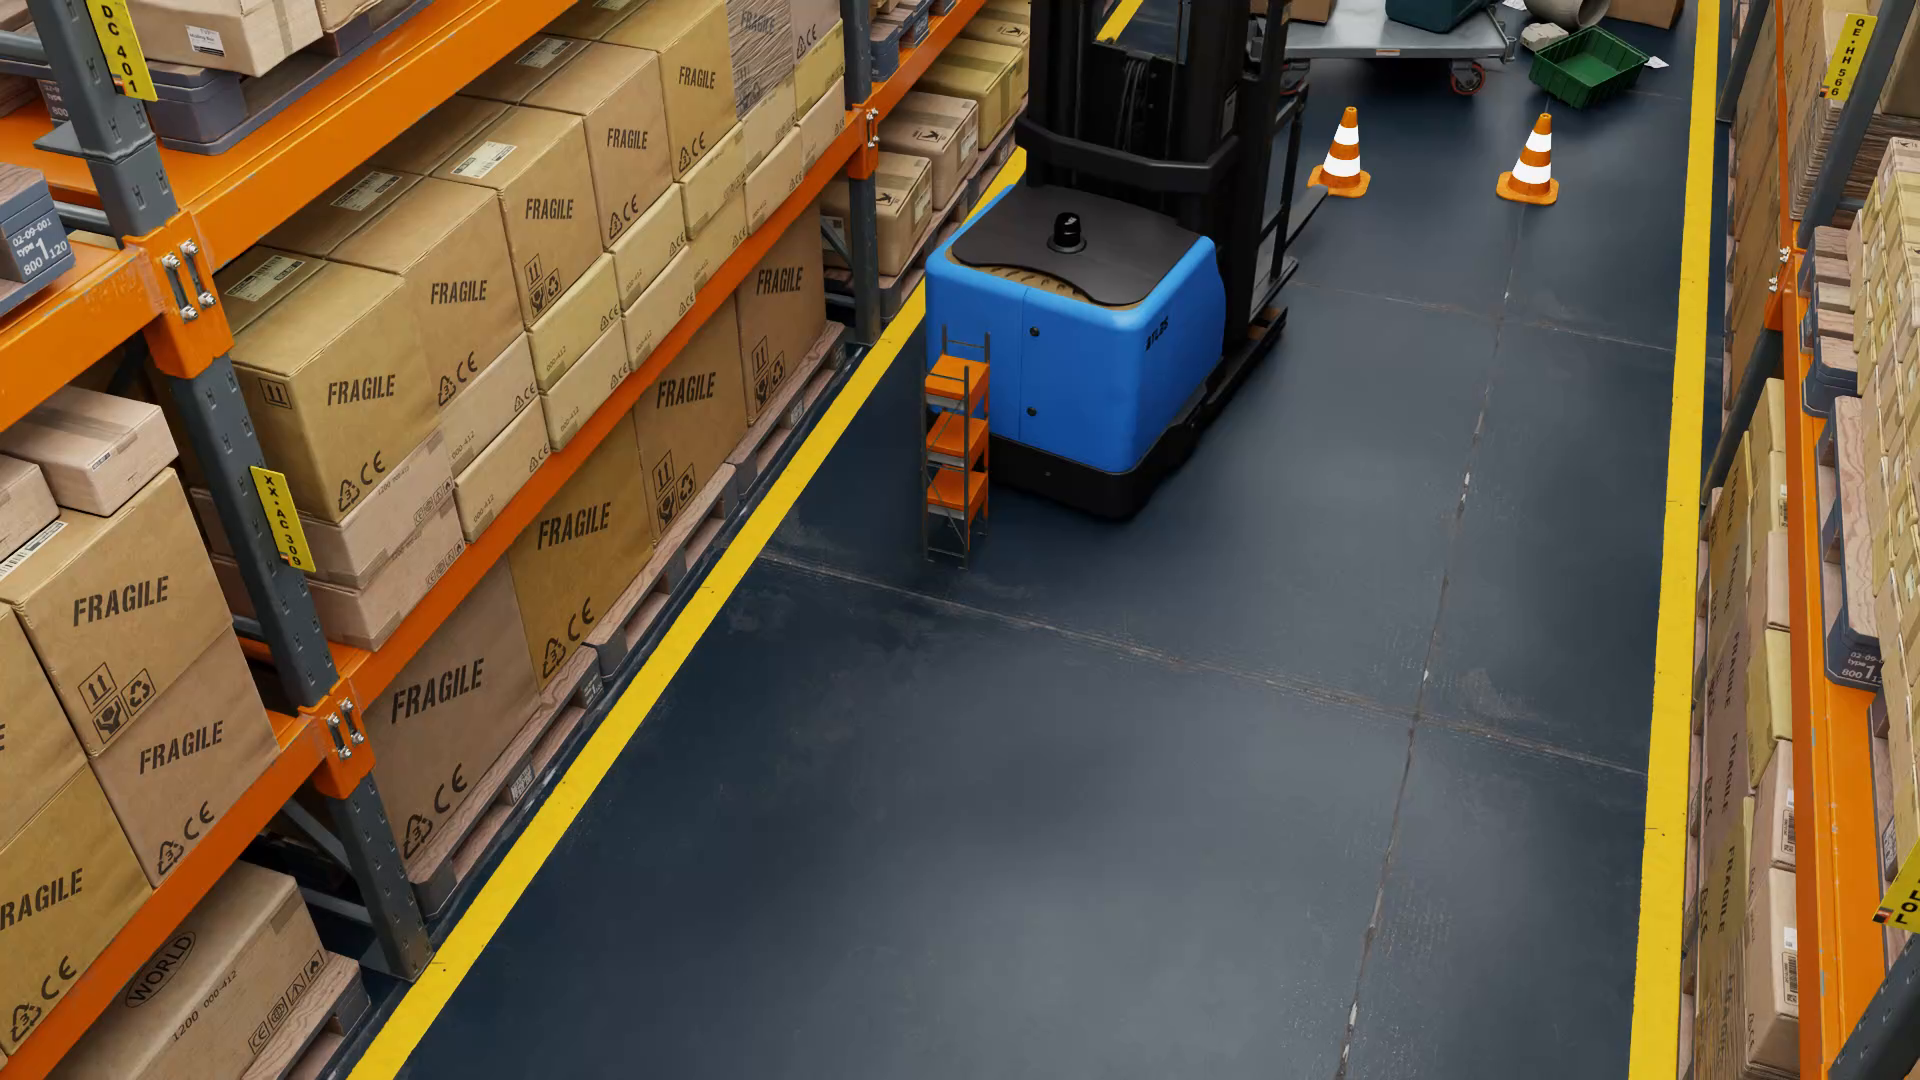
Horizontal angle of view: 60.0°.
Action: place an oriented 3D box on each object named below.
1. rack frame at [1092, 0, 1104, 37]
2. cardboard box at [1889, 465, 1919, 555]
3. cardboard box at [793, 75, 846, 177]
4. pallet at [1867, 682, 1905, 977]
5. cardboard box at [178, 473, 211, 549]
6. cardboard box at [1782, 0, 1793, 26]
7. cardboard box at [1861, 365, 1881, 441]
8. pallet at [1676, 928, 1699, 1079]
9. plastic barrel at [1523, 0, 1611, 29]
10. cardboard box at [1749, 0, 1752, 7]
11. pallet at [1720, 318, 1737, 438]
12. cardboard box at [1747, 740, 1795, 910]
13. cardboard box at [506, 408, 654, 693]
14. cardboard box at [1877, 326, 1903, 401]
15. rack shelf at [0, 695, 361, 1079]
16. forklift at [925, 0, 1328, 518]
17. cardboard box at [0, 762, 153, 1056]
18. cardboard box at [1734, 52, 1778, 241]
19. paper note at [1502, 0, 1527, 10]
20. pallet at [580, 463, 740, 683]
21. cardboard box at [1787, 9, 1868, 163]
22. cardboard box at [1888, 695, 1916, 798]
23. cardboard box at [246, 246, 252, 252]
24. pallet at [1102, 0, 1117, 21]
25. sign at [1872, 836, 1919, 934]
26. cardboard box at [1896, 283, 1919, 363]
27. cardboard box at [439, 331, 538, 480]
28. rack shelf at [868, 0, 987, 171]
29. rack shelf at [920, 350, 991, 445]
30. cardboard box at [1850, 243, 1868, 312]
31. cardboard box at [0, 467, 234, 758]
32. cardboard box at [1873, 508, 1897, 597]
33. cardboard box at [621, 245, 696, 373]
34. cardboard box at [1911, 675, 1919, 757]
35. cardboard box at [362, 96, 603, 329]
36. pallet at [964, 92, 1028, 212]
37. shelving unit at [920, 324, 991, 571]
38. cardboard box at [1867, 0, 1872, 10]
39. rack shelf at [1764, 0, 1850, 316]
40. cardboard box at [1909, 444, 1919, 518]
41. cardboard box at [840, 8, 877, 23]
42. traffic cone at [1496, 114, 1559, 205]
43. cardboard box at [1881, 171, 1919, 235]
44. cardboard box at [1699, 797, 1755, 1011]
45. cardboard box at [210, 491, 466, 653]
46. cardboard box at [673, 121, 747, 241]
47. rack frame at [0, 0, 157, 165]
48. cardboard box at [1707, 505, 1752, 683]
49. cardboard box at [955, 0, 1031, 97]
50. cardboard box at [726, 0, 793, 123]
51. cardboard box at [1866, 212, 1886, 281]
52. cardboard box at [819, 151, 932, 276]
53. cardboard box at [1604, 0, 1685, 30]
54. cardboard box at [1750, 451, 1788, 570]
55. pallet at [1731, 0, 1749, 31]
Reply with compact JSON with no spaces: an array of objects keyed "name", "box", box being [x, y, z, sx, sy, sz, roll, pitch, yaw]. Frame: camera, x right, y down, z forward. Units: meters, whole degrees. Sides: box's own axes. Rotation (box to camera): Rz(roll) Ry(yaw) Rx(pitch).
[{"name":"rack frame","box":[0.477,-4.692,10.439,1.000,3.000,0.127,13,42,15]},{"name":"cardboard box","box":[2.825,-0.045,4.632,0.380,0.149,0.250,13,42,15]},{"name":"cardboard box","box":[-0.820,-1.830,7.199,0.500,0.250,0.500,12,42,14]},{"name":"pallet","box":[2.825,0.863,4.075,1.003,0.211,1.213,13,42,15]},{"name":"cardboard box","box":[-2.337,-0.269,4.985,0.500,0.250,0.500,13,42,15]},{"name":"cardboard box","box":[4.385,-2.820,8.167,0.500,0.500,0.500,13,42,15]},{"name":"cardboard box","box":[3.089,-0.396,5.273,0.380,0.149,0.250,15,43,16]},{"name":"pallet","box":[2.692,1.810,4.966,1.003,0.211,1.213,13,42,15]},{"name":"plastic barrel","box":[4.109,-3.708,11.270,0.421,0.421,0.512,-21,45,-22]},{"name":"cardboard box","box":[5.748,-3.926,10.854,0.875,0.875,0.875,14,42,15]},{"name":"pallet","box":[4.135,-0.619,7.813,1.003,0.211,1.213,13,42,15]},{"name":"cardboard box","box":[2.633,0.909,4.898,0.500,0.250,0.500,15,43,17]},{"name":"cardboard box","box":[-1.821,-0.113,6.385,0.875,0.875,0.875,14,43,16]},{"name":"cardboard box","box":[3.090,-0.508,5.175,0.380,0.149,0.250,13,42,15]},{"name":"rack shelf","box":[-2.943,1.680,3.524,1.077,0.370,4.000,13,42,15]},{"name":"forklift","box":[1.000,-2.155,7.517,1.130,2.935,3.031,20,44,22]},{"name":"cardboard box","box":[-2.348,0.803,3.920,0.500,0.500,0.500,12,42,14]},{"name":"cardboard box","box":[4.702,-1.973,8.662,1.050,0.750,0.750,13,42,15]},{"name":"paper note","box":[3.908,-3.757,11.637,0.172,0.023,0.155,29,48,29]},{"name":"pallet","box":[-1.650,0.014,7.071,1.003,0.211,1.213,13,42,15]},{"name":"cardboard box","box":[3.869,-1.892,7.080,0.500,0.500,0.500,13,42,15]},{"name":"cardboard box","box":[2.552,0.563,4.149,0.380,0.149,0.250,13,42,15]},{"name":"cardboard box","box":[-2.172,-0.877,5.119,0.500,0.500,0.500,14,42,16]},{"name":"pallet","box":[0.673,-4.049,11.833,1.003,0.211,1.213,13,42,15]},{"name":"sign","box":[1.904,0.662,3.270,0.100,0.325,0.005,13,42,15]},{"name":"cardboard box","box":[3.096,-0.627,5.086,0.380,0.149,0.250,15,43,17]},{"name":"cardboard box","box":[-1.692,-0.476,5.228,0.500,0.250,0.500,14,42,16]},{"name":"rack shelf","box":[-0.207,-3.199,9.243,1.077,0.370,4.000,13,42,15]},{"name":"rack shelf","box":[-0.018,-0.575,6.694,0.215,0.259,0.240,13,42,15]},{"name":"cardboard box","box":[3.360,-0.888,5.850,0.380,0.149,0.250,15,43,17]},{"name":"cardboard box","box":[-2.161,0.118,3.954,0.500,0.500,0.500,13,42,15]},{"name":"cardboard box","box":[2.819,0.078,4.717,0.380,0.149,0.250,15,43,17]},{"name":"cardboard box","box":[-1.315,-0.894,6.102,0.500,0.250,0.500,13,42,14]},{"name":"cardboard box","box":[2.554,0.448,4.054,0.380,0.149,0.250,15,43,17]},{"name":"cardboard box","box":[-1.517,-1.058,5.332,0.500,0.500,0.500,12,42,14]},{"name":"pallet","box":[-0.204,-2.410,9.912,1.003,0.211,1.213,13,42,15]},{"name":"shelving unit","box":[-0.018,-0.367,6.871,0.215,1.050,0.252,13,42,15]},{"name":"cardboard box","box":[4.303,-2.528,7.055,0.700,0.500,0.500,13,42,14]},{"name":"rack shelf","box":[4.479,-2.162,8.027,1.077,0.370,4.000,13,42,15]},{"name":"cardboard box","box":[2.827,-0.150,4.526,0.380,0.149,0.250,11,42,13]},{"name":"cardboard box","box":[-0.605,-2.474,7.709,0.380,0.149,0.250,11,42,13]},{"name":"traffic cone","box":[3.285,-2.208,9.481,0.336,0.463,0.334,13,42,15]},{"name":"cardboard box","box":[3.365,-1.103,5.643,0.380,0.149,0.250,12,42,14]},{"name":"cardboard box","box":[2.619,1.195,5.141,0.500,0.500,0.500,12,42,14]},{"name":"cardboard box","box":[-1.861,0.034,5.014,0.500,0.250,0.500,12,42,14]},{"name":"cardboard box","box":[-1.146,-1.404,6.315,0.500,0.250,0.500,12,42,14]},{"name":"rack frame","box":[-2.259,-2.095,2.773,1.000,3.000,0.127,13,42,15]},{"name":"cardboard box","box":[3.145,0.258,6.239,0.500,0.500,0.500,14,42,16]},{"name":"cardboard box","box":[0.057,-3.093,10.265,0.950,0.372,0.625,16,43,18]},{"name":"cardboard box","box":[-0.990,-1.983,6.416,0.500,0.500,0.500,14,42,16]},{"name":"cardboard box","box":[3.350,-0.977,5.725,0.380,0.149,0.250,15,43,17]},{"name":"cardboard box","box":[-0.689,-1.755,8.697,0.950,0.372,0.625,11,42,12]},{"name":"cardboard box","box":[4.729,-3.880,11.411,0.500,0.500,0.500,21,45,22]},{"name":"cardboard box","box":[3.158,-0.034,6.003,0.500,0.250,0.500,13,42,15]},{"name":"pallet","box":[5.912,-3.788,11.527,1.003,0.211,1.213,13,42,15]}]
